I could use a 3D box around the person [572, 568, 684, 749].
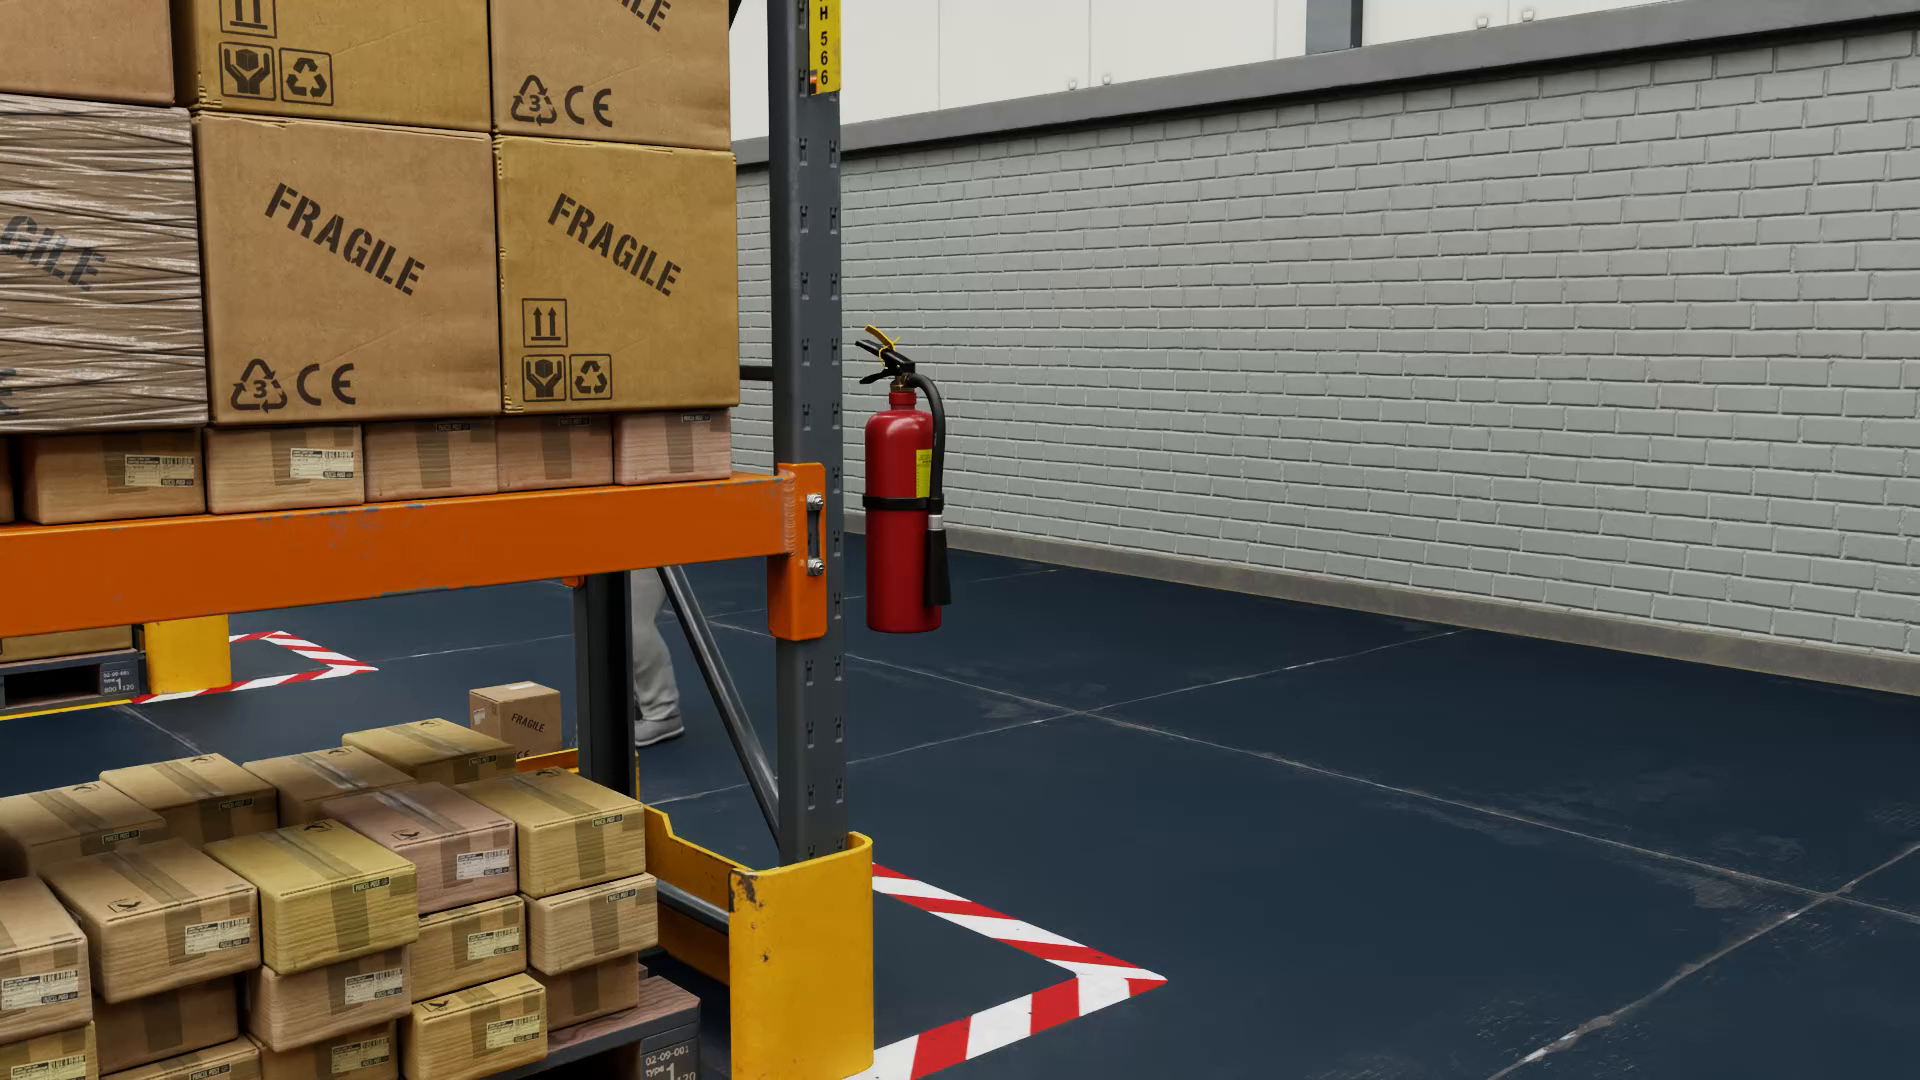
[{"bbox_3d":[-1.283,-0.060,6.468,0.496,1.701,0.557,-6,10,-39],"label":"person"}]
